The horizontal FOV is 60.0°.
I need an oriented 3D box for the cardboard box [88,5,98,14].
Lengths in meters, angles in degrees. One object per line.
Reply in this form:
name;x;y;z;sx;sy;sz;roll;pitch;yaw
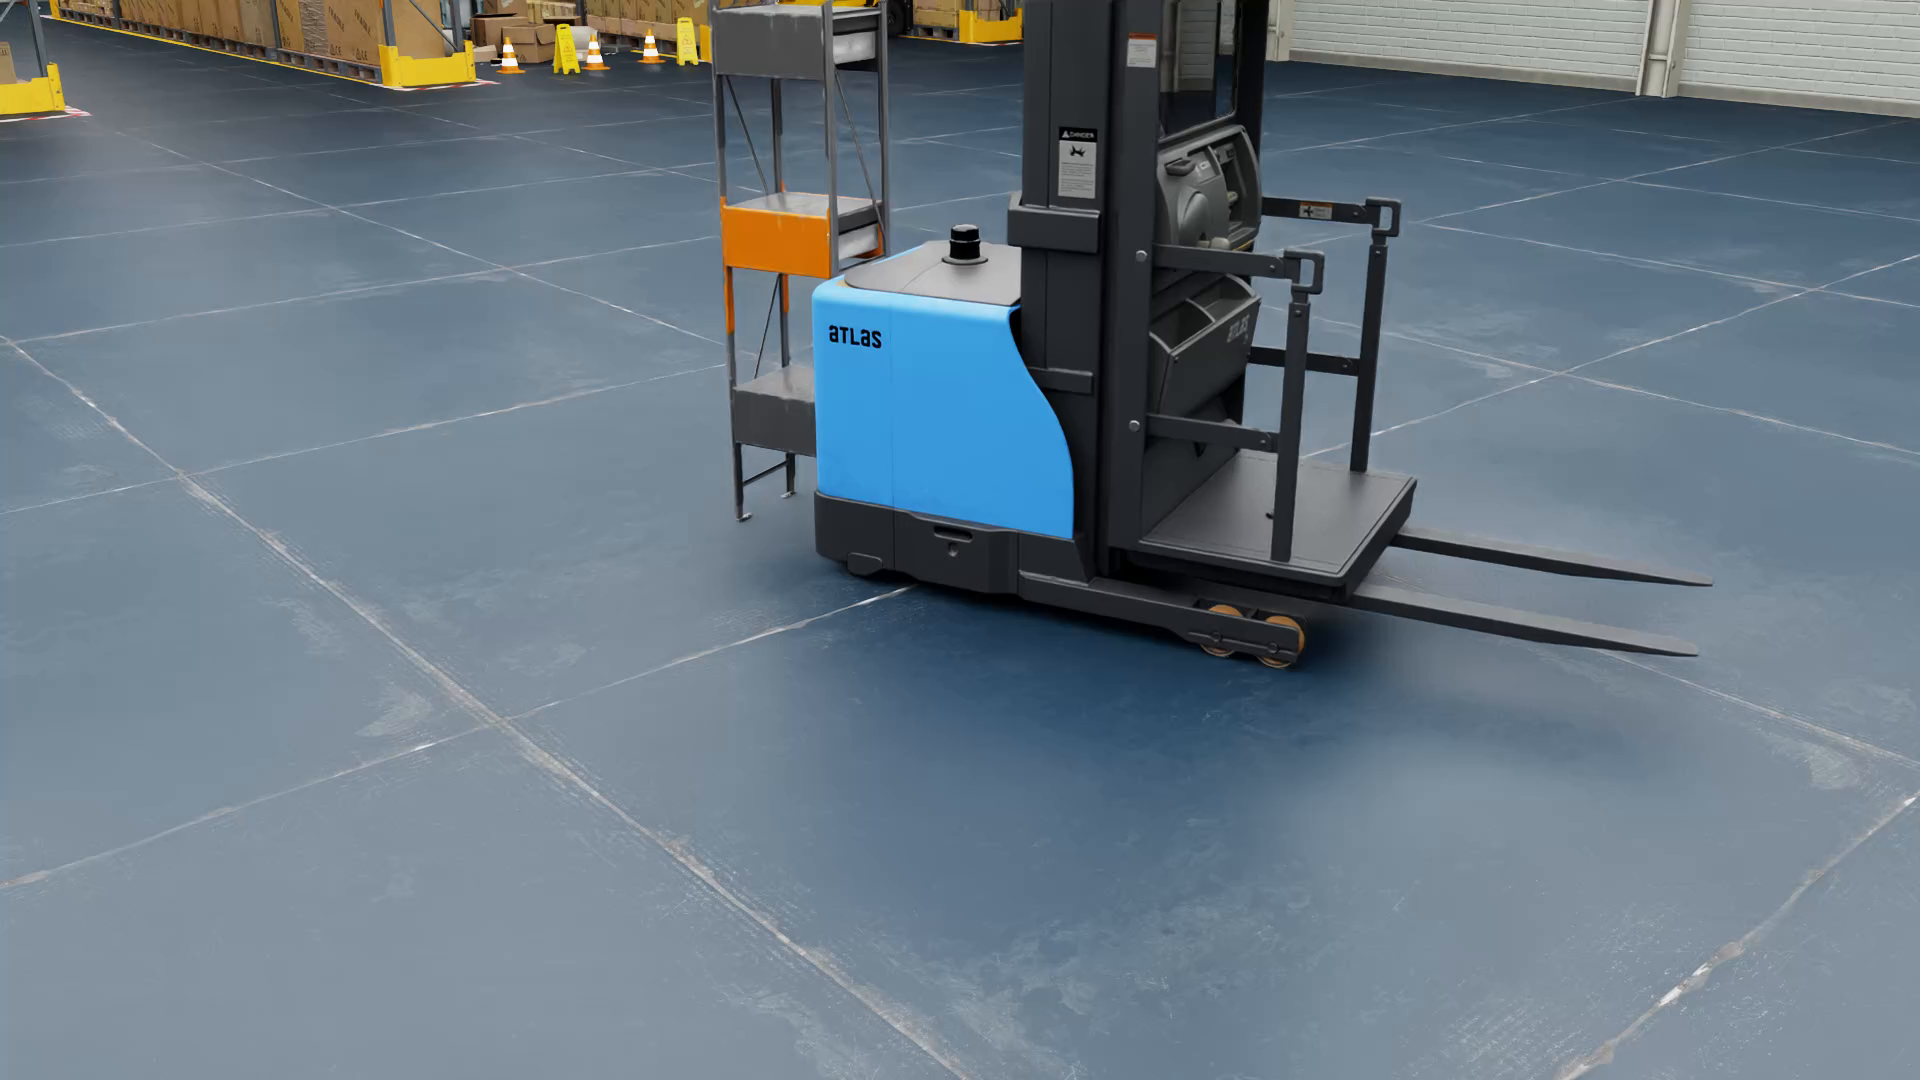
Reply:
cardboard box;-15.966;-9.878;30.925;0.380;0.149;0.250;-18;27;-38

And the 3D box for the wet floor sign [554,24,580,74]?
wet floor sign;-5.425;-6.749;22.829;0.232;0.644;0.267;17;27;36

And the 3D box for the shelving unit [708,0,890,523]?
shelving unit;-0.583;-1.069;6.334;0.503;2.100;0.431;11;24;26

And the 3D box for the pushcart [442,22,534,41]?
pushcart;-7.565;-7.915;26.176;0.936;0.377;1.648;12;24;27

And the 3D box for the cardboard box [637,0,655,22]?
cardboard box;-4.647;-8.296;25.718;0.500;0.500;0.500;-18;28;-39

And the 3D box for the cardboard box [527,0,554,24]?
cardboard box;-7.142;-9.199;28.884;0.950;0.372;0.625;-16;27;-36

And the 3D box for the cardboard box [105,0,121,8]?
cardboard box;-15.223;-9.715;30.100;0.380;0.149;0.250;-17;27;-36

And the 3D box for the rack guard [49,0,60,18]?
rack guard;-17.338;-10.617;32.905;1.175;0.500;0.348;-17;27;-37

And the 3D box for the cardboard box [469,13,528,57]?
cardboard box;-6.941;-7.628;25.082;0.797;0.637;0.503;-17;27;-37

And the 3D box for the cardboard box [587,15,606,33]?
cardboard box;-5.690;-8.381;26.963;0.500;0.250;0.500;-19;28;-40

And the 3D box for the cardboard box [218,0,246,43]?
cardboard box;-10.655;-8.052;25.438;1.050;0.750;0.750;-17;27;-37

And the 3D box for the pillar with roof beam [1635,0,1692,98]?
pillar with roof beam;5.298;-8.630;16.180;9.100;9.000;0.400;-17;27;-37

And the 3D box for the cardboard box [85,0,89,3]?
cardboard box;-16.338;-10.255;31.478;0.380;0.149;0.250;-16;26;-35

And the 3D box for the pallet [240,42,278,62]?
pallet;-10.115;-7.383;25.045;1.003;0.211;1.213;-17;27;-37

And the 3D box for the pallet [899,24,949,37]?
pallet;-0.825;-9.010;29.199;1.003;0.211;1.213;-17;27;-37

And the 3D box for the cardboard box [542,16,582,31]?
cardboard box;-6.202;-7.910;25.991;0.500;0.500;0.500;0;21;-1

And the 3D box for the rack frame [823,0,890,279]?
rack frame;-0.369;-1.026;6.225;0.015;2.100;0.400;11;24;26

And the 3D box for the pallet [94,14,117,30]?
pallet;-15.242;-9.576;30.642;1.003;0.211;1.213;-17;27;-37

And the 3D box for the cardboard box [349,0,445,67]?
cardboard box;-7.436;-6.759;21.966;0.875;0.875;0.875;-17;27;-37

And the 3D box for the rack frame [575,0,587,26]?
rack frame;-5.870;-9.693;27.118;1.000;3.000;0.127;-17;27;-37

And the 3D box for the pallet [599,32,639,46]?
pallet;-5.405;-8.217;27.175;1.003;0.211;1.213;-17;27;-37

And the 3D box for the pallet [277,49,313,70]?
pallet;-9.117;-6.959;23.963;1.003;0.211;1.213;-17;27;-37

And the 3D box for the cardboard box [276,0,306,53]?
cardboard box;-9.197;-7.502;23.863;0.875;0.875;0.875;-17;27;-37

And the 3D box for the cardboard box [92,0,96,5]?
cardboard box;-15.868;-10.015;30.866;0.380;0.149;0.250;-17;27;-36

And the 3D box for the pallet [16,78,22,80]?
pallet;-12.112;-5.521;20.290;1.003;0.211;1.213;-17;27;-37

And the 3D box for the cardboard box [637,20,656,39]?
cardboard box;-4.669;-7.950;25.864;0.500;0.250;0.500;-19;28;-39

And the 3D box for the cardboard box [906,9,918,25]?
cardboard box;-0.685;-9.020;28.595;0.500;0.250;0.500;-17;27;-37

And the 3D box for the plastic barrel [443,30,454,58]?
plastic barrel;-7.652;-7.339;24.640;0.512;0.421;0.421;0;21;-1

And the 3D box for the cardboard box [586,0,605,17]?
cardboard box;-5.690;-8.730;26.826;0.500;0.500;0.500;-16;26;-35

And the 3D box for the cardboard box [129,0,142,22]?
cardboard box;-14.148;-9.315;29.006;0.500;0.500;0.500;-16;26;-35

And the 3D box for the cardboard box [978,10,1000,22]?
cardboard box;0.326;-8.868;28.206;0.500;0.250;0.500;-17;27;-37

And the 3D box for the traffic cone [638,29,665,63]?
traffic cone;-4.517;-7.218;24.279;0.336;0.463;0.334;-17;27;-37

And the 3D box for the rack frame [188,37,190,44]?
rack frame;-12.165;-9.592;26.860;1.000;3.000;0.127;-17;27;-37

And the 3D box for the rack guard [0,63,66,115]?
rack guard;-10.817;-5.086;18.783;1.175;0.500;0.348;-17;27;-37

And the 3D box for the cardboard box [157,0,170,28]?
cardboard box;-13.129;-8.887;27.913;0.500;0.500;0.500;-16;27;-35

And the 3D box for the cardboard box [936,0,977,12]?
cardboard box;-0.056;-8.978;27.803;0.500;0.250;0.500;-18;28;-38

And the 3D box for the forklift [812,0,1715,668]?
forklift;1.014;-1.169;5.449;3.031;2.935;1.130;10;24;25

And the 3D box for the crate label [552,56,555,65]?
crate label;-5.697;-6.911;23.940;0.298;0.136;0.250;7;23;18

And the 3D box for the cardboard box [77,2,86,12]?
cardboard box;-16.469;-10.095;31.479;0.380;0.149;0.250;-19;28;-40

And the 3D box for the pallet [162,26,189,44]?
pallet;-12.674;-8.510;27.921;1.003;0.211;1.213;-17;27;-37

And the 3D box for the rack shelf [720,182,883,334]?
rack shelf;-0.583;-1.056;6.339;0.480;0.518;0.431;11;24;26

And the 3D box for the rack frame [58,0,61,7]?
rack frame;-17.388;-11.802;32.503;1.000;3.000;0.127;-17;27;-37

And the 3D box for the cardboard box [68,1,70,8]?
cardboard box;-17.055;-10.396;32.248;0.380;0.149;0.250;-18;27;-38

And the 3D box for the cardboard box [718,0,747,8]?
cardboard box;-3.592;-8.147;25.338;0.500;0.500;0.500;-19;28;-39
